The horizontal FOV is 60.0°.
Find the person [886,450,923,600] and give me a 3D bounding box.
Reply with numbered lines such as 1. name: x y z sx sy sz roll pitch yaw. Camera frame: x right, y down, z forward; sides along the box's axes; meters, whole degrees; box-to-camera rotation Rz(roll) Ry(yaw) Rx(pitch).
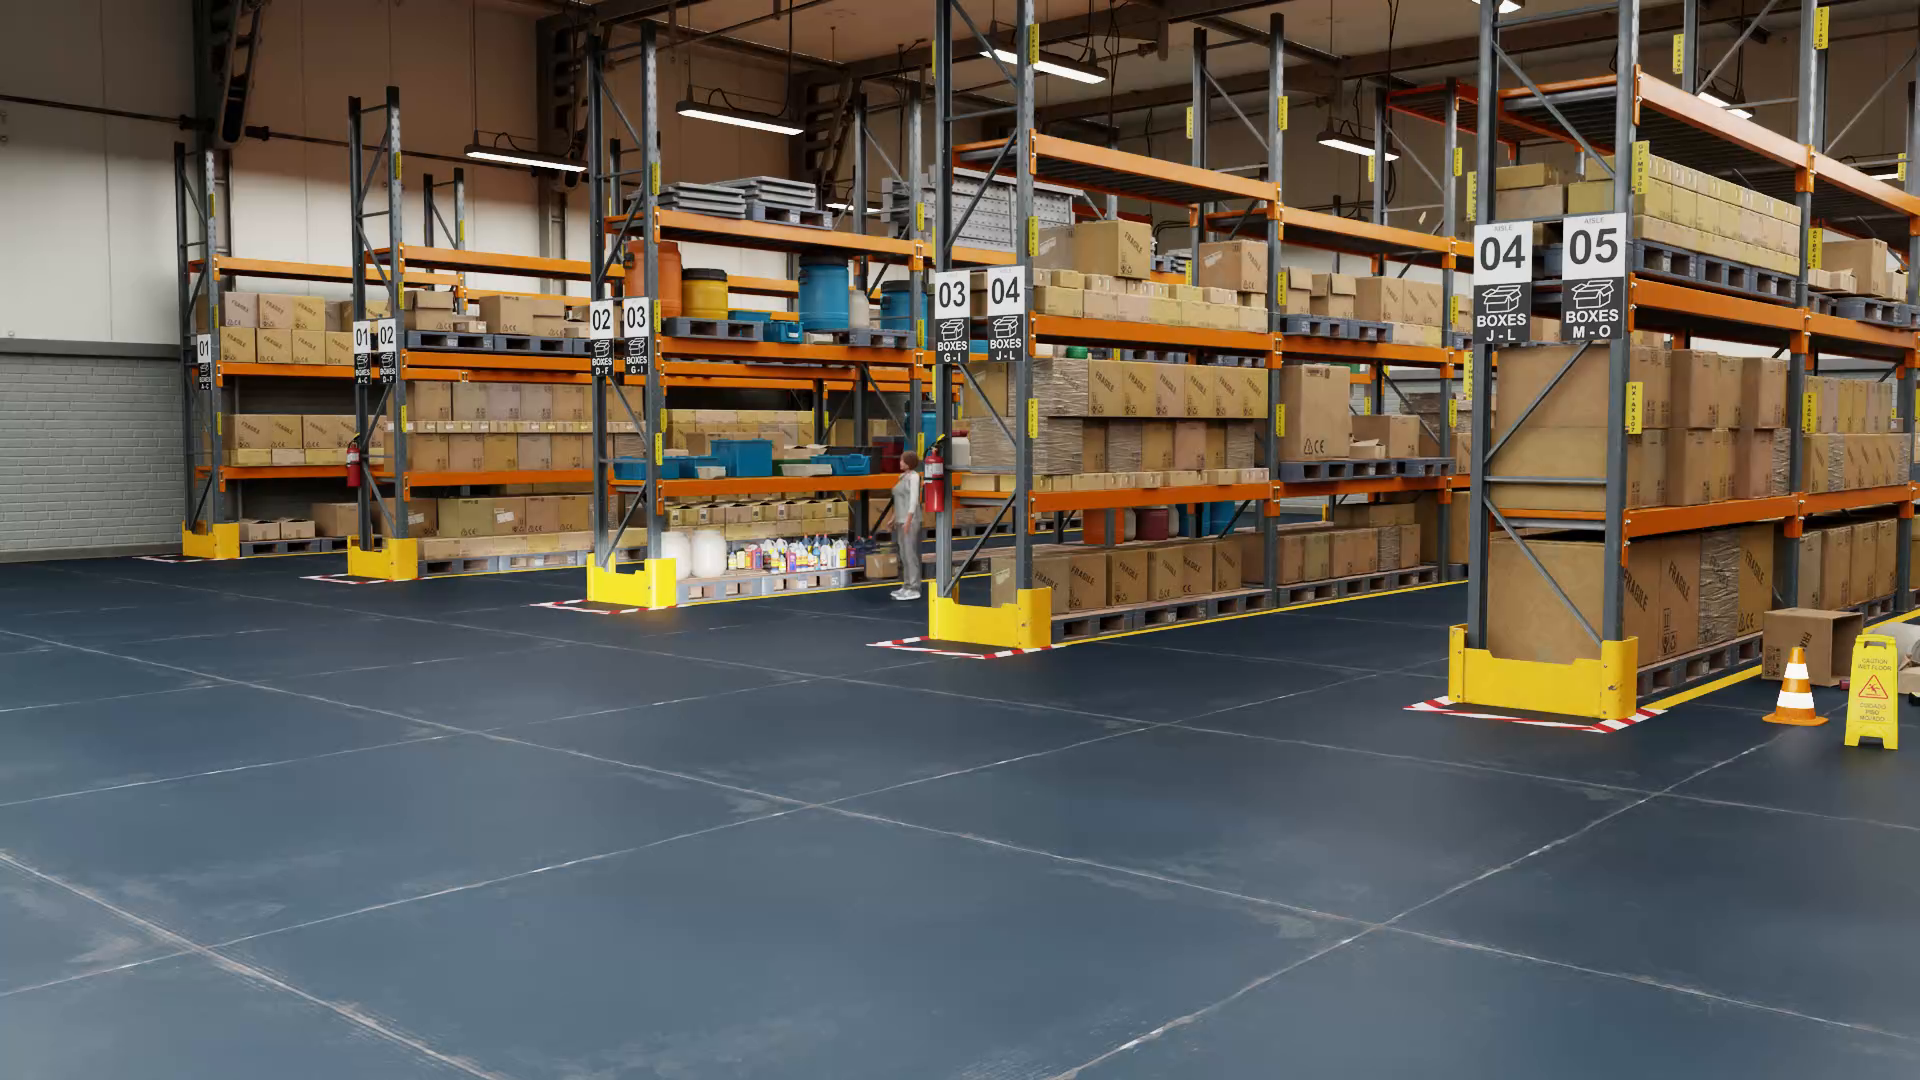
1. person: -0.589 -0.168 17.927 0.347 1.607 0.503 -1 4 -19
